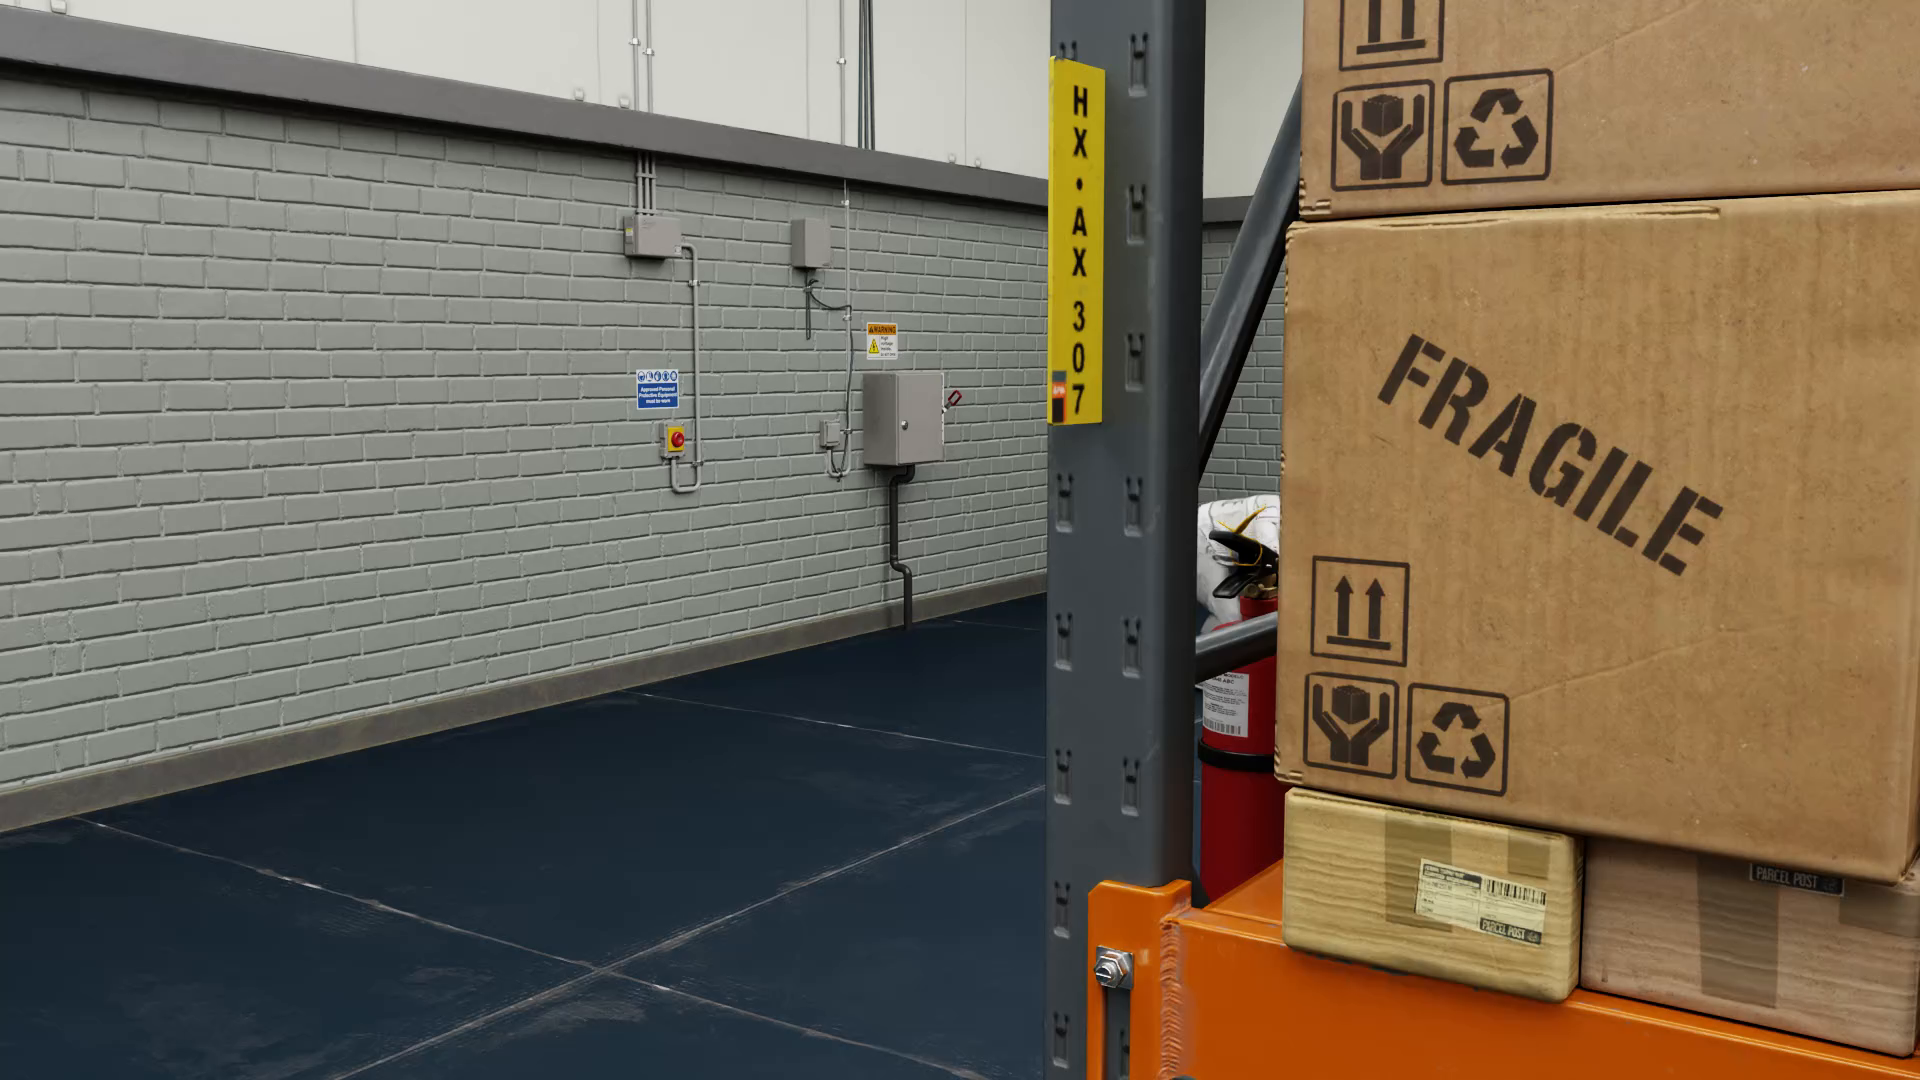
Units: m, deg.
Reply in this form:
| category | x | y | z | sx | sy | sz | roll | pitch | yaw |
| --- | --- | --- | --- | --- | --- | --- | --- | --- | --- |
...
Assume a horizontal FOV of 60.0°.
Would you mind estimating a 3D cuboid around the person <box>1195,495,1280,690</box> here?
| category | x | y | z | sx | sy | sz | roll | pitch | yaw |
| --- | --- | --- | --- | --- | --- | --- | --- | --- | --- |
| person | 1.588 | 0.274 | 9.067 | 0.929 | 1.111 | 0.497 | 4 | 7 | 31 |
